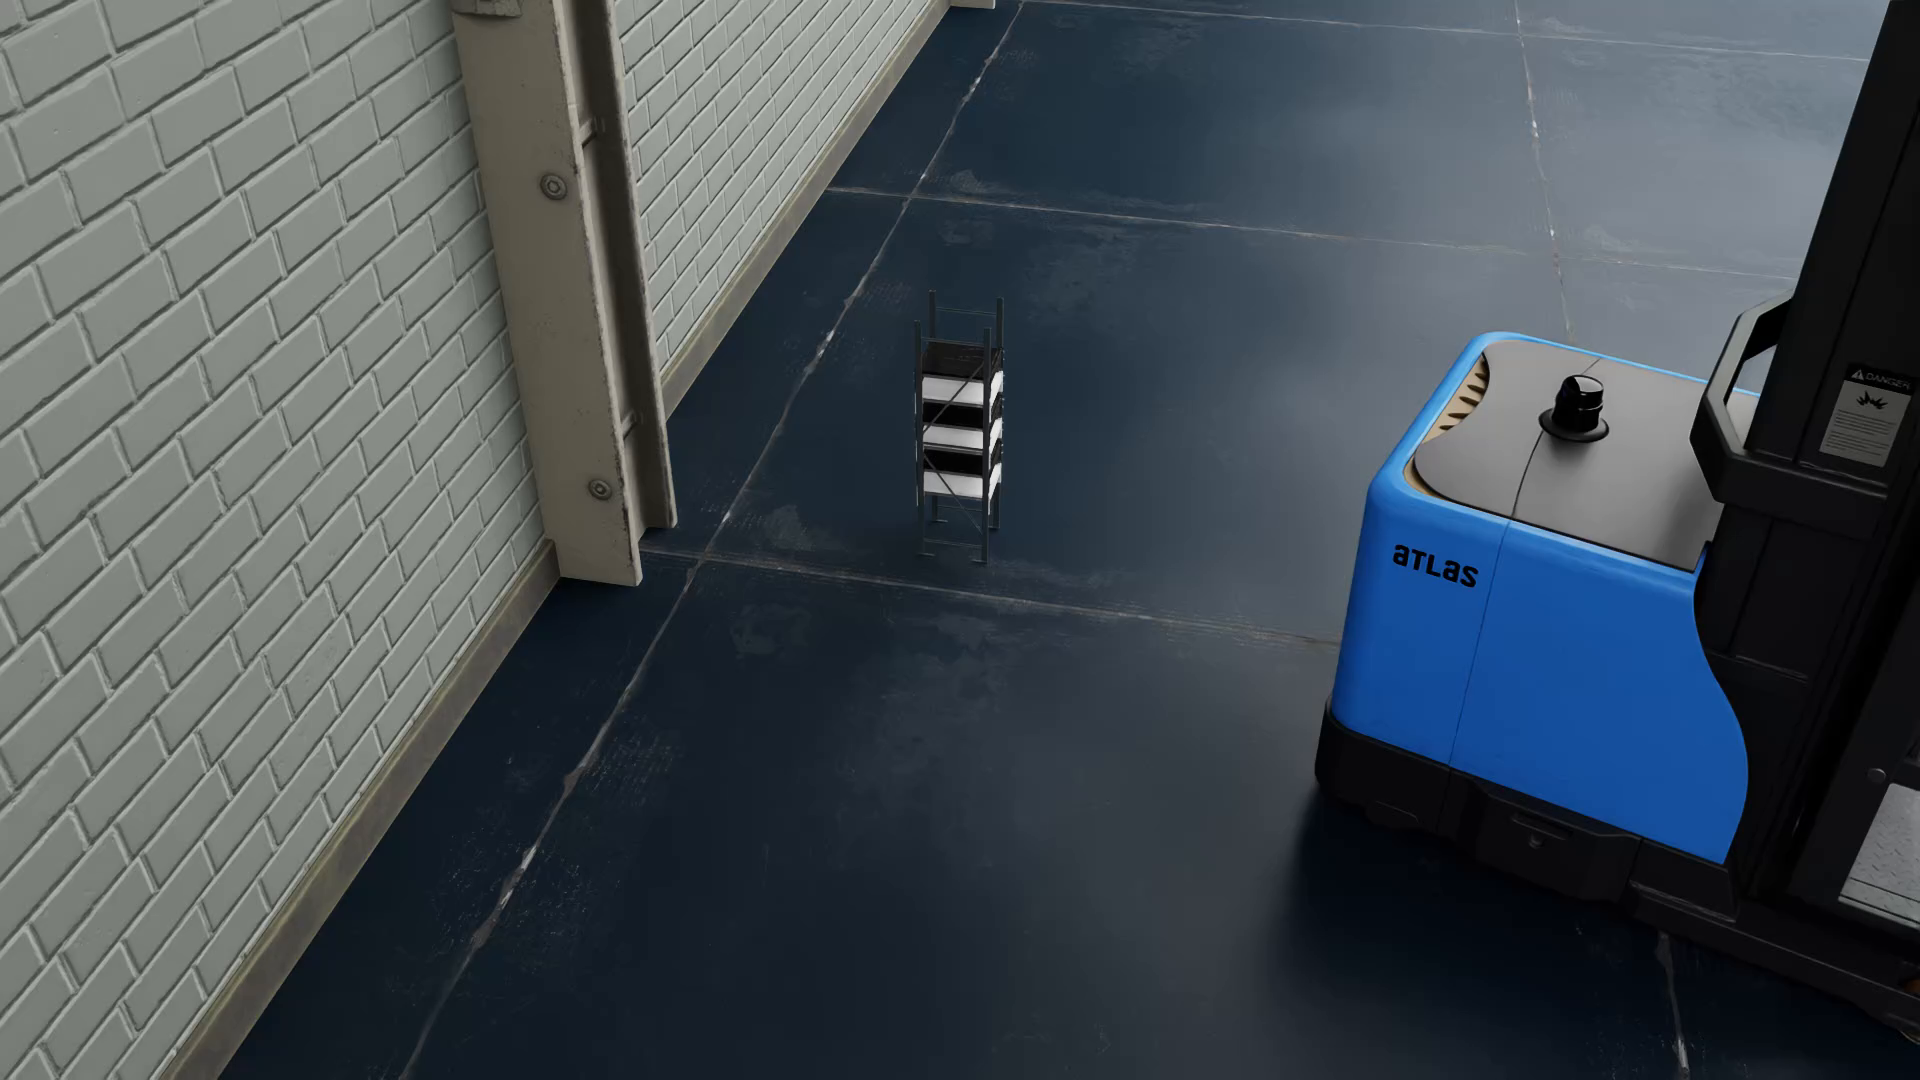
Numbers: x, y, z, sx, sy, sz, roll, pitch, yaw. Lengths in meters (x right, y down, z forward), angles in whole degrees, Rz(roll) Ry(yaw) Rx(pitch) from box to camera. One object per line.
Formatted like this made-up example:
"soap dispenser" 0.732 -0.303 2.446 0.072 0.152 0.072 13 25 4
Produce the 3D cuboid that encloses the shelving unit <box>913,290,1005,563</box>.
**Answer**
"shelving unit" -0.002 -0.360 5.479 0.258 0.900 0.210 7 37 10

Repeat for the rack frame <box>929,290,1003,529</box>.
"rack frame" 0.020 -0.418 5.560 0.240 0.900 0.006 7 37 10

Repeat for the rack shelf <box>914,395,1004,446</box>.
"rack shelf" -0.002 -0.406 5.446 0.258 0.077 0.200 7 37 10

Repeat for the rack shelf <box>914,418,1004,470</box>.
"rack shelf" -0.002 -0.333 5.499 0.258 0.077 0.200 7 37 10

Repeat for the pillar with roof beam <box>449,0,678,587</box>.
"pillar with roof beam" 3.022 -3.082 2.334 9.100 9.000 0.400 7 37 10

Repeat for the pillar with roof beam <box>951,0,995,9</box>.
"pillar with roof beam" 4.304 -6.521 7.080 9.100 9.000 0.400 7 37 10

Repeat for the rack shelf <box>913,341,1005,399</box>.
"rack shelf" -0.002 -0.551 5.341 0.258 0.077 0.200 7 37 10

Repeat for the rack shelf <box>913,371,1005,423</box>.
"rack shelf" -0.002 -0.478 5.393 0.258 0.077 0.200 7 37 10

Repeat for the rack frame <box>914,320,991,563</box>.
"rack frame" -0.023 -0.301 5.399 0.240 0.900 0.006 7 37 10

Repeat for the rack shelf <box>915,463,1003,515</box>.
"rack shelf" -0.002 -0.187 5.605 0.258 0.077 0.200 7 37 10

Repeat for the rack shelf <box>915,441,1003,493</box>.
"rack shelf" -0.002 -0.260 5.552 0.258 0.077 0.200 7 37 10

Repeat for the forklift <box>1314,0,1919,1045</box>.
"forklift" 2.536 -0.253 3.601 3.031 2.935 1.130 19 40 24
